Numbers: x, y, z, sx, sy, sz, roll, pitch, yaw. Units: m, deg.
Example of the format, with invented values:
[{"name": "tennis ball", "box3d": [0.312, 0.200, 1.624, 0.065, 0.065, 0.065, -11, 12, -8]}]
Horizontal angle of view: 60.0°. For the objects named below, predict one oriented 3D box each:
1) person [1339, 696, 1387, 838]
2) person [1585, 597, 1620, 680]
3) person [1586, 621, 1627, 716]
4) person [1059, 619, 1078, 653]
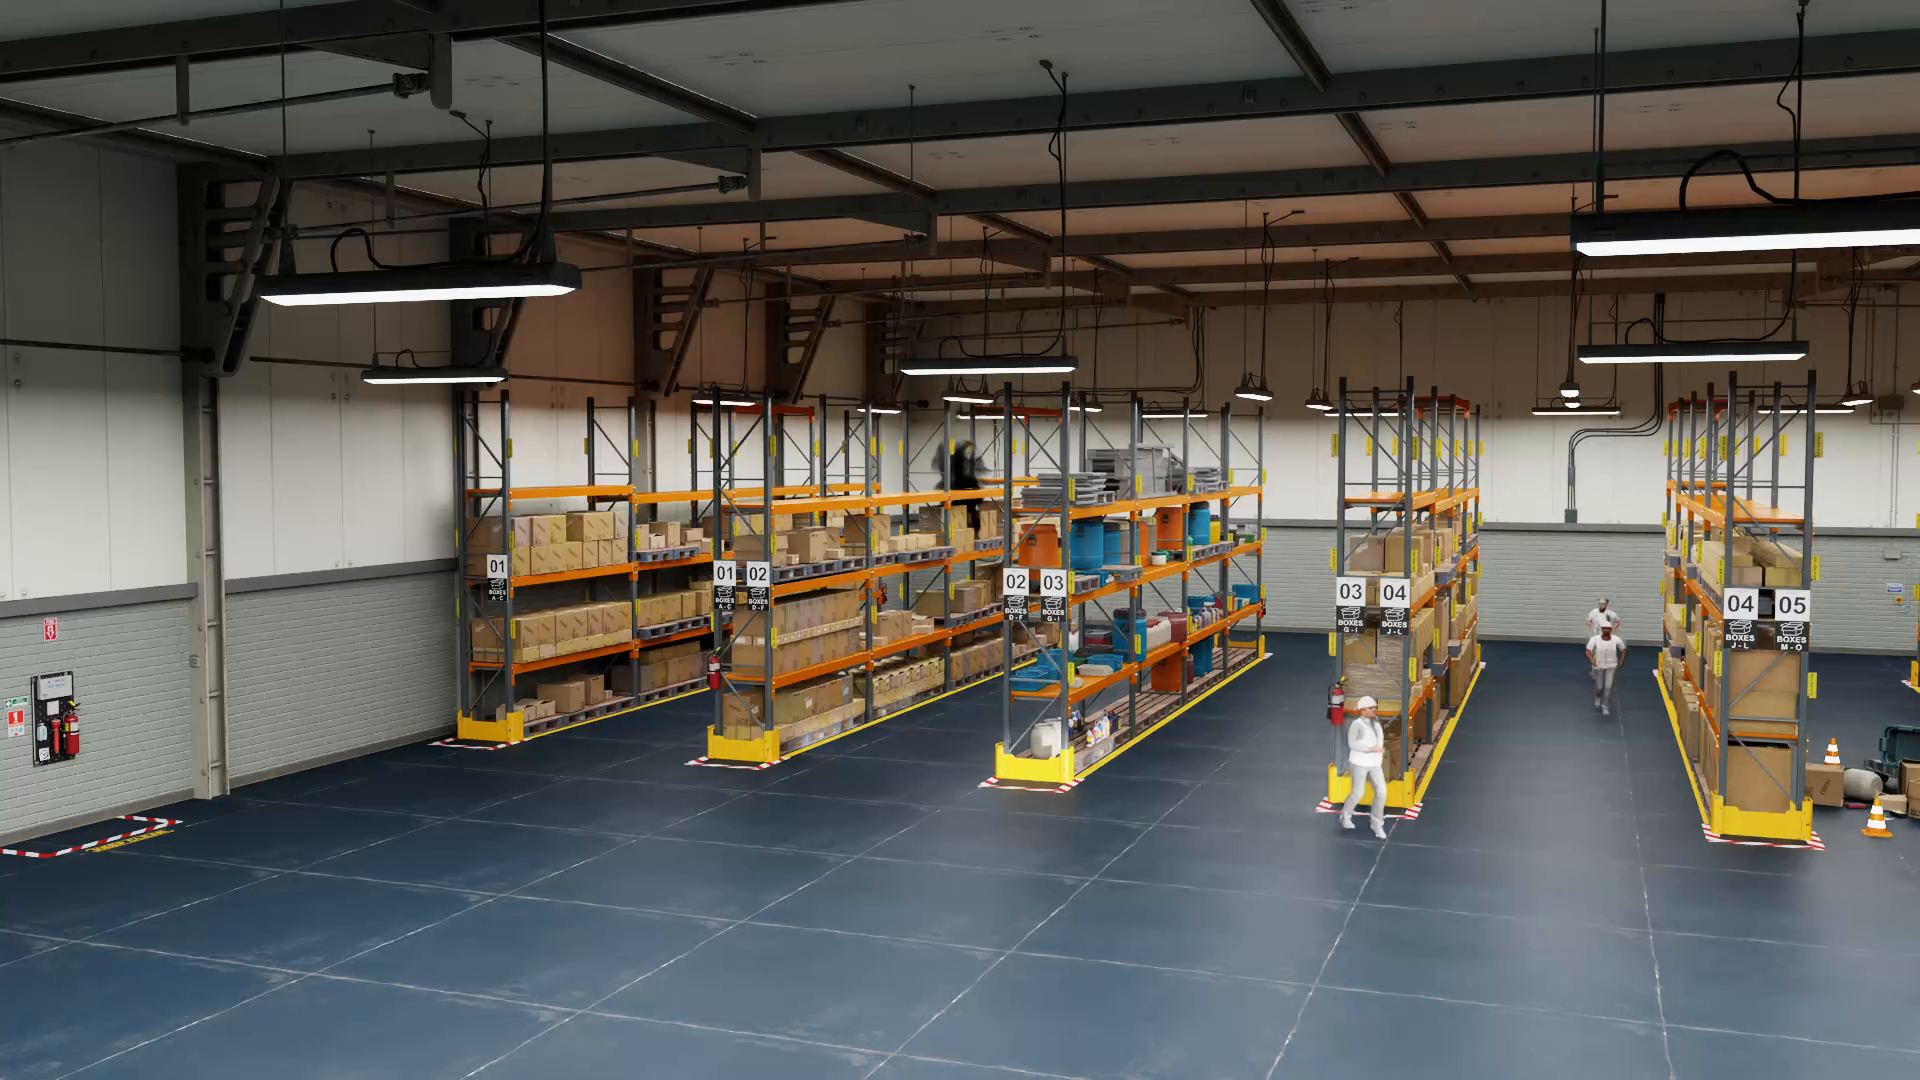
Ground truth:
[{"name": "person", "box3d": [5.265, 2.943, 21.562, 0.670, 1.853, 0.757, -2, 4, -30]}, {"name": "person", "box3d": [13.906, 2.157, 36.101, 0.658, 1.836, 0.746, 3, 4, 39]}, {"name": "person", "box3d": [12.217, 2.404, 31.450, 0.727, 1.756, 0.734, 1, 3, 19]}, {"name": "person", "box3d": [2.227, 2.371, 32.772, 0.612, 1.648, 0.560, 1, 3, 19]}]
